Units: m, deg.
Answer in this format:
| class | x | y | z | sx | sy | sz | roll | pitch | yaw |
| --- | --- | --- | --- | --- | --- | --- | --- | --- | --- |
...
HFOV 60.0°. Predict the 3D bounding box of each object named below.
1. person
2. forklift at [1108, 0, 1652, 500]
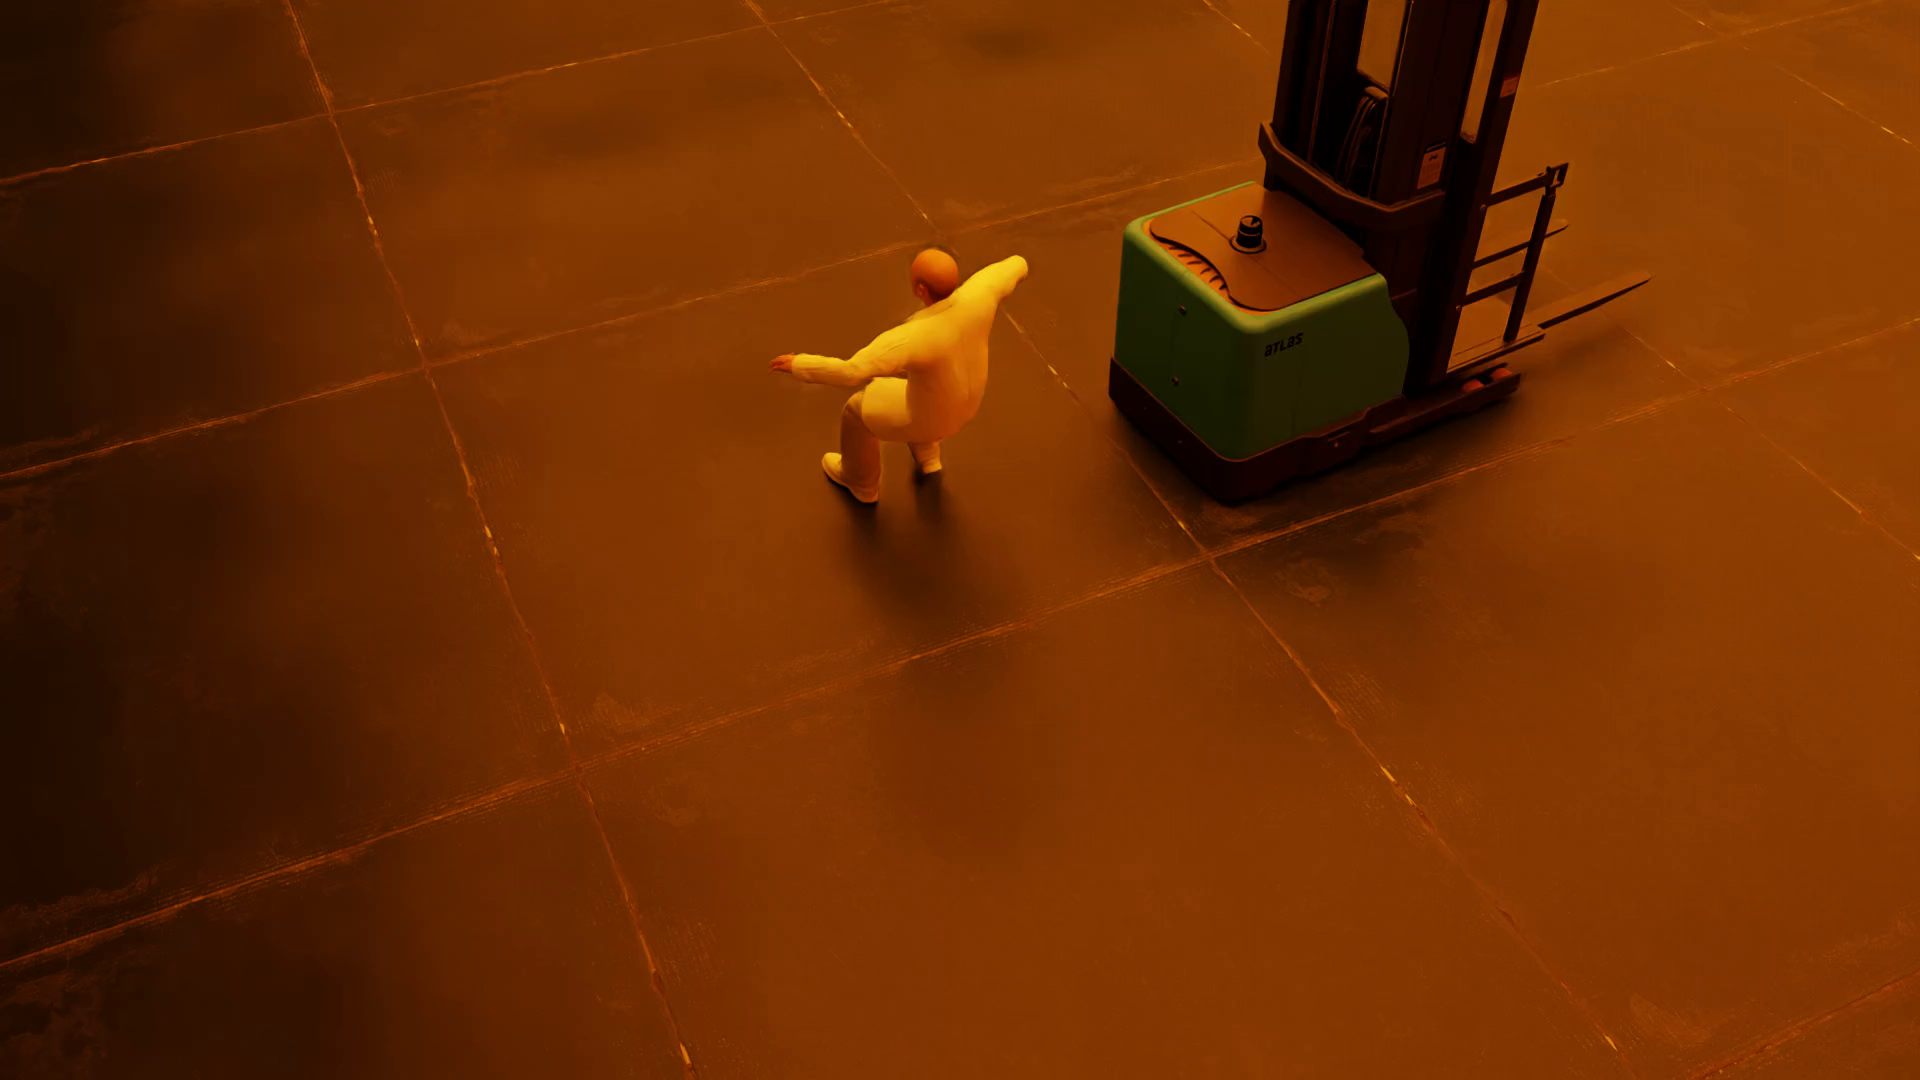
| class | x | y | z | sx | sy | sz | roll | pitch | yaw |
| --- | --- | --- | --- | --- | --- | --- | --- | --- | --- |
| person | -0.279 | -0.772 | 7.522 | 0.894 | 1.546 | 1.198 | 30 | 51 | 28 |
| forklift | 2.292 | -2.017 | 7.841 | 3.031 | 2.935 | 1.130 | -22 | 47 | -22 |
